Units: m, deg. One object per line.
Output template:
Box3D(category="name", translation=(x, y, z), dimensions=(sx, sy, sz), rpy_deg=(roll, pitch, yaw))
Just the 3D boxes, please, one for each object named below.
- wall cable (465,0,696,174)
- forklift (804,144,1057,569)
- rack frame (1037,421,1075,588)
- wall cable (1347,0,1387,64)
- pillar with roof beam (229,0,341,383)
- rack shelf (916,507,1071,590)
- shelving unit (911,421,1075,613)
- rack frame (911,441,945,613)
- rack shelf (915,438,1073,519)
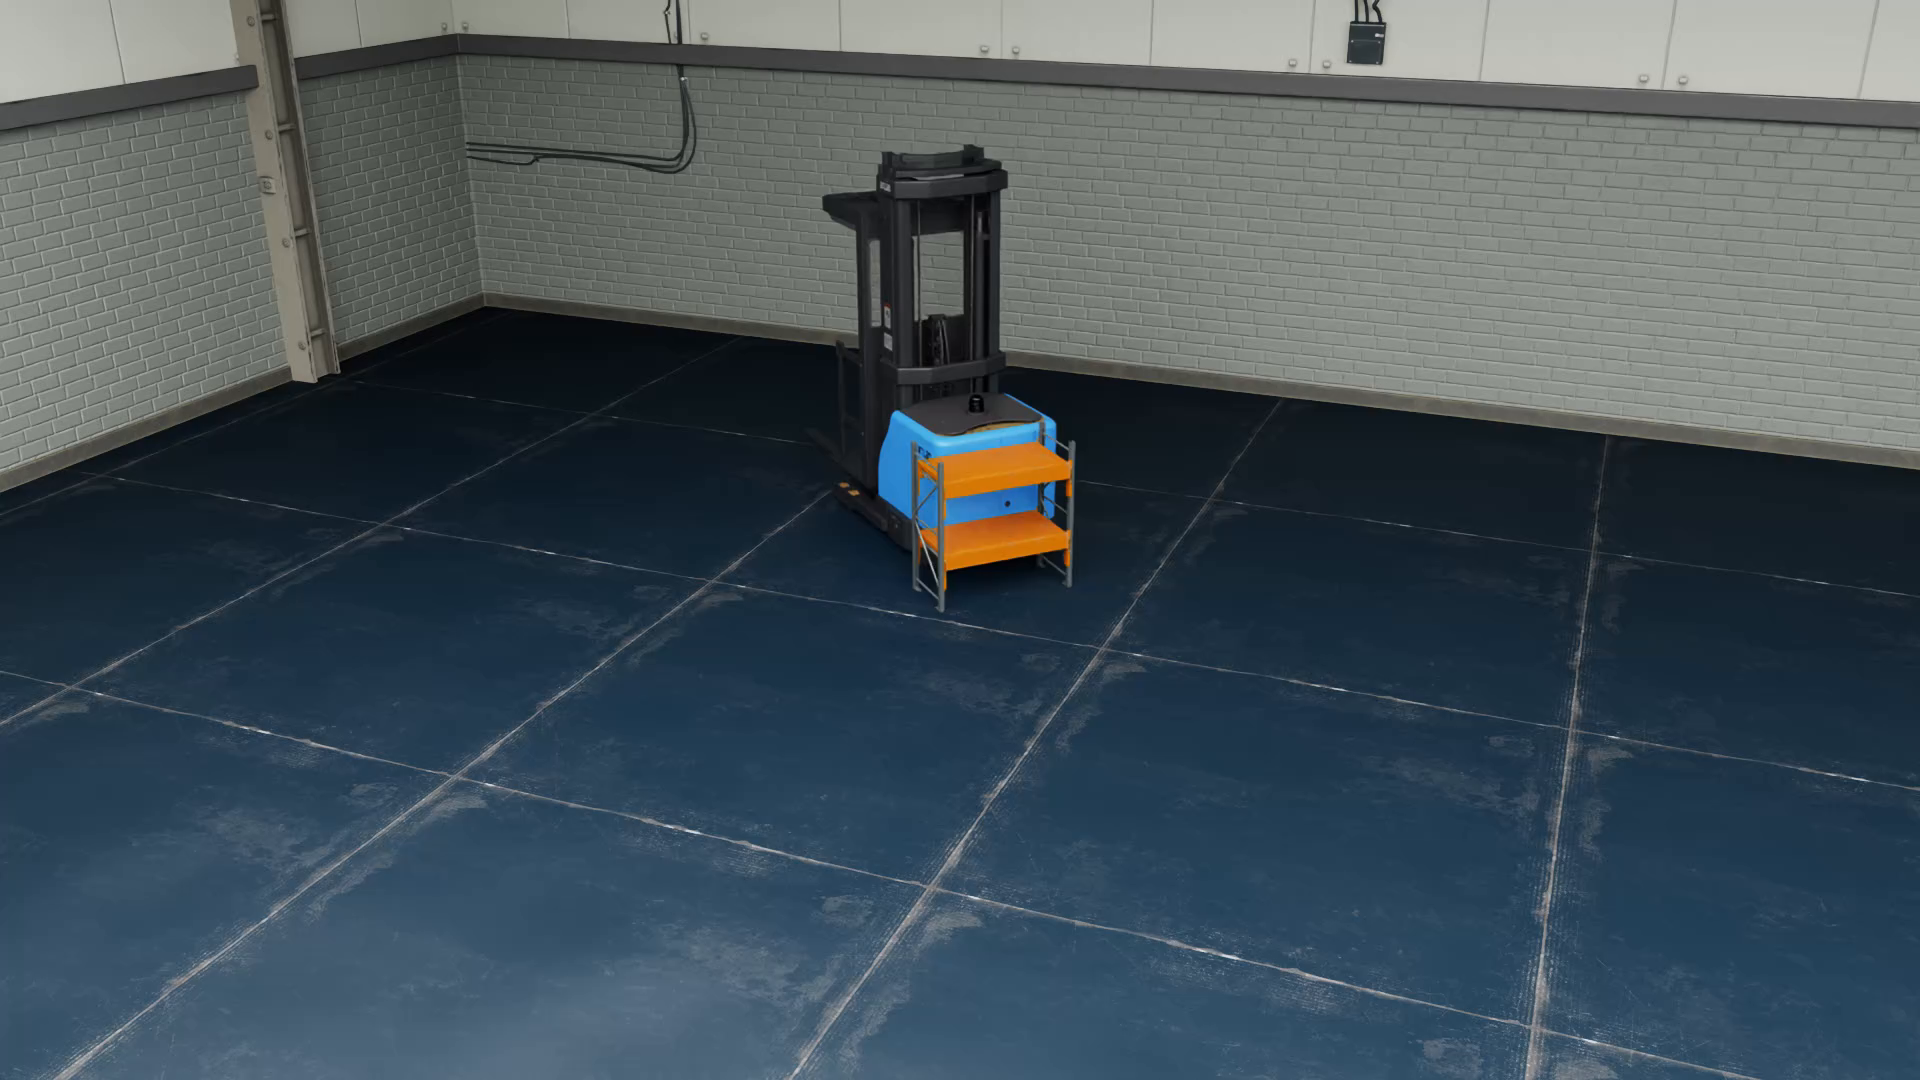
Box3D(category="wall cable", translation=(-4.258, -5.259, 17.916), dimensions=(3.097, 2.526, 0.112), rpy_deg=(9, 24, 20))
Box3D(category="forklift", translation=(-0.389, -1.664, 13.154), dimensions=(1.130, 2.935, 3.031), rpy_deg=(-11, 25, -25))
Box3D(category="rack frame", translation=(0.695, -0.258, 12.123), dimensions=(0.032, 1.125, 0.500), rpy_deg=(-10, 25, -23))
Box3D(category="wall cable", translation=(4.551, -6.896, 13.395), dimensions=(2.305, 6.003, 0.169), rpy_deg=(9, 24, 20))
Box3D(category="pillar with roof beam", translation=(-2.583, -5.211, 13.771), dimensions=(9.100, 9.000, 0.400), rpy_deg=(9, 24, 20))
Box3D(category="rack shelf", translation=(0.234, 0.051, 12.021), dimensions=(1.000, 0.278, 0.538), rpy_deg=(-10, 25, -23))
Box3D(category="shelving unit", translation=(0.234, -0.174, 11.927), dimensions=(1.048, 1.125, 0.538), rpy_deg=(-10, 25, -23))
Box3D(category="rack frame", translation=(-0.227, -0.091, 11.730), dimensions=(0.032, 1.125, 0.500), rpy_deg=(-10, 25, -23))
Box3D(category="rack shelf", translation=(0.234, -0.444, 11.813), dimensions=(1.000, 0.278, 0.538), rpy_deg=(-10, 25, -23))
